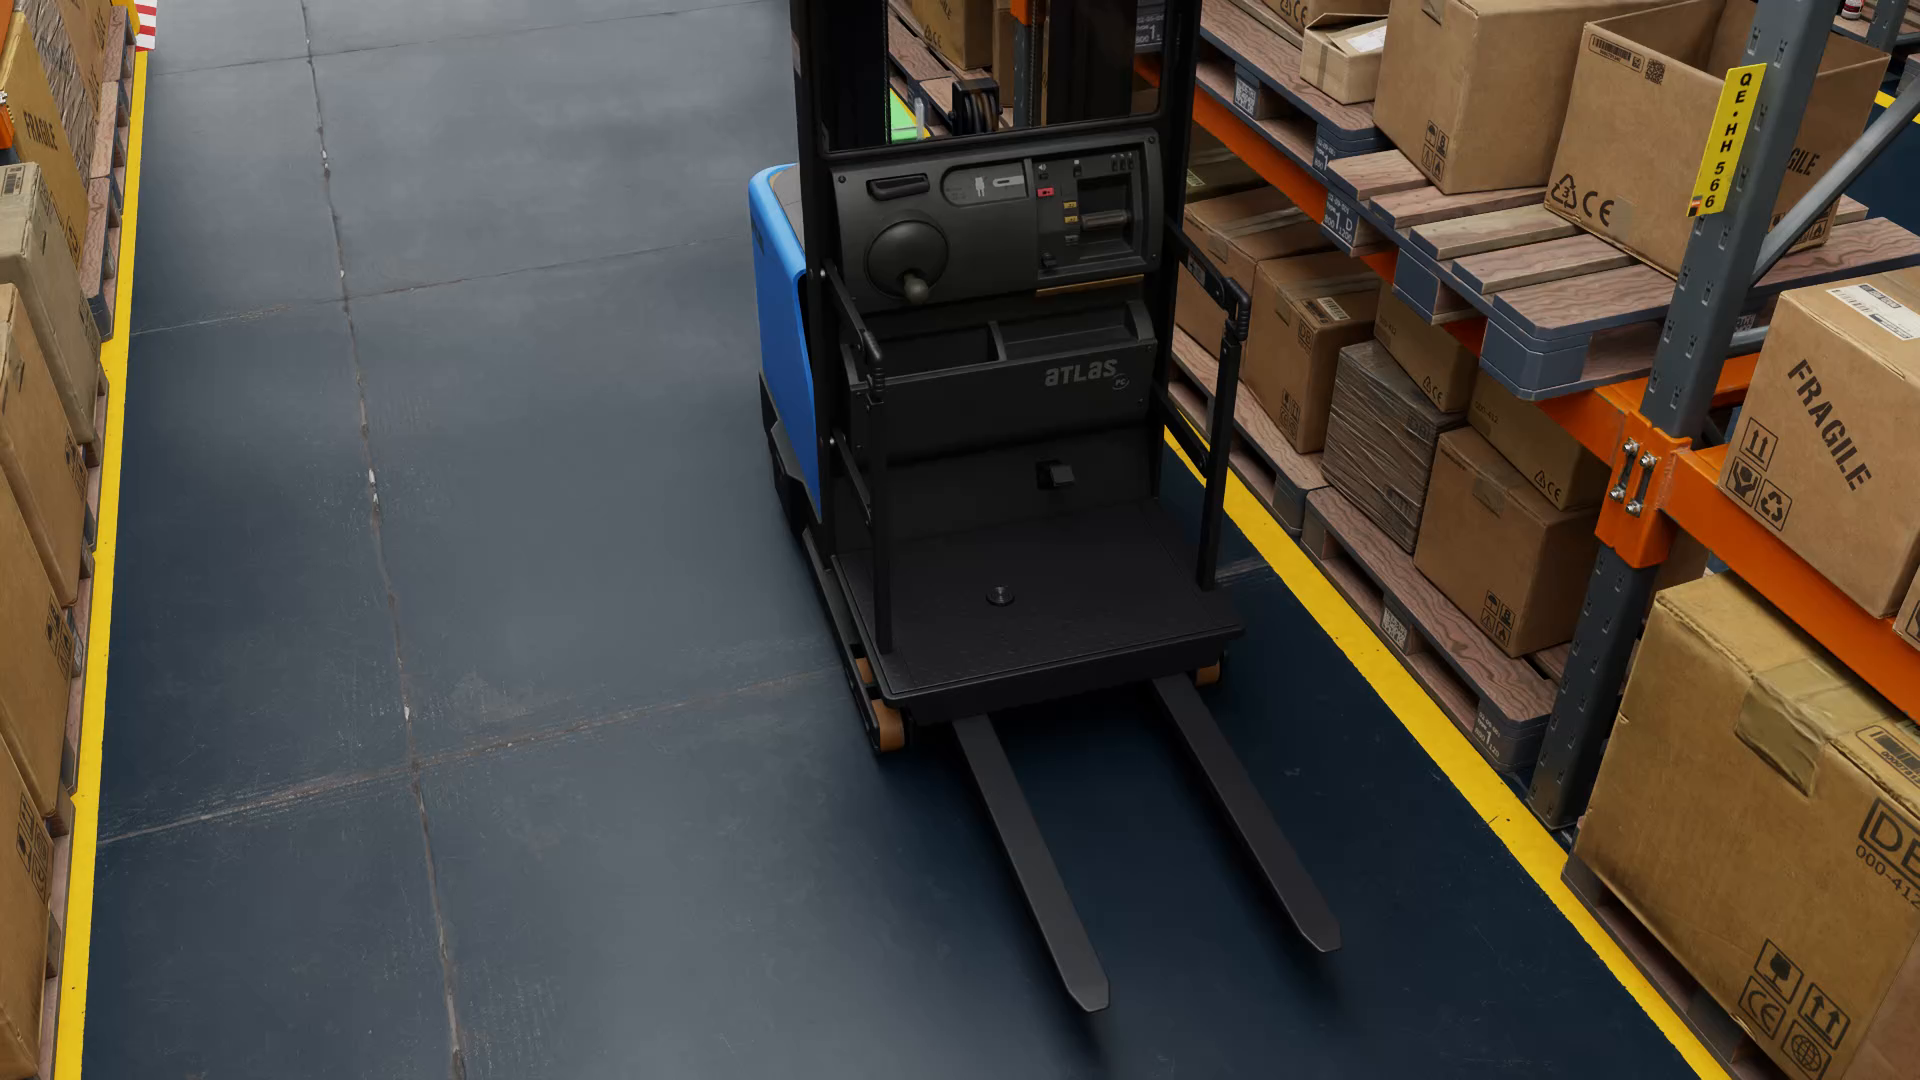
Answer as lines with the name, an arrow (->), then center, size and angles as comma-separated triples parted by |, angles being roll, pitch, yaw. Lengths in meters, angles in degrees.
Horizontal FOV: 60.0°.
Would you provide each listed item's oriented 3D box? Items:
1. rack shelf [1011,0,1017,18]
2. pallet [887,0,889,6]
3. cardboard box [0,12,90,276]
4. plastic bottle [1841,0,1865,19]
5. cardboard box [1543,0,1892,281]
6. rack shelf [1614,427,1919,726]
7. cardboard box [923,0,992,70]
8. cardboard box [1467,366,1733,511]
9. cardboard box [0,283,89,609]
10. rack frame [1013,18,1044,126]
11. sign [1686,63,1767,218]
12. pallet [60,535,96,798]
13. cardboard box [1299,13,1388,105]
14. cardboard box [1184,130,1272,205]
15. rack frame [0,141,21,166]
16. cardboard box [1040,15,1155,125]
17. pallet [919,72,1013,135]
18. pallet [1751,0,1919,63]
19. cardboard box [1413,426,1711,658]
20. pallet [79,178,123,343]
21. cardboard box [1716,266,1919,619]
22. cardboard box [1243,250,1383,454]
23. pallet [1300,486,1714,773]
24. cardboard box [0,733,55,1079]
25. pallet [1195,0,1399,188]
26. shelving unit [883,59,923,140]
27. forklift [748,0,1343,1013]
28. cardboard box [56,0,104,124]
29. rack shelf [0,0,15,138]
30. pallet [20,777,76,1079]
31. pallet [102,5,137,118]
rack shelf -> 0.037, -3.617, 8.656 | 1.077, 0.370, 4.000 | -12, 39, -16
pallet -> -0.379, -3.411, 10.103 | 1.003, 0.211, 1.213 | -12, 39, -16
cardboard box -> -4.117, -1.493, 6.656 | 0.875, 0.875, 0.875 | -12, 39, -15
plastic bottle -> 4.958, -2.998, 9.197 | 0.097, 0.201, 0.097 | 0, 37, 0
cardboard box -> 1.878, -1.019, 4.178 | 0.500, 0.500, 0.500 | -17, 40, -21
rack shelf -> 2.790, 0.903, 2.657 | 1.077, 0.370, 4.000 | -12, 39, -16
cardboard box -> 0.133, -2.834, 8.748 | 0.500, 0.500, 0.500 | -16, 40, -20
cardboard box -> 1.843, -0.364, 4.828 | 0.500, 0.250, 0.500 | -11, 38, -14
cardboard box -> -3.340, -0.196, 5.038 | 1.050, 0.750, 0.750 | -12, 39, -16
rack frame -> 0.725, -2.774, 6.940 | 1.000, 3.000, 0.127 | -12, 39, -16
sign -> 1.595, -0.828, 3.459 | 0.100, 0.325, 0.005 | -12, 39, -16
pallet -> -3.207, 0.420, 5.017 | 1.003, 0.211, 1.213 | -12, 39, -16
cardboard box -> 1.274, -1.515, 5.031 | 0.396, 0.266, 0.258 | -14, 39, -17
cardboard box -> 1.063, -1.327, 6.730 | 0.700, 0.500, 0.500 | -13, 39, -16
rack frame -> -3.967, -1.804, 5.652 | 1.000, 3.000, 0.127 | -12, 39, -16
cardboard box -> 0.625, -2.178, 7.877 | 0.500, 0.500, 0.500 | -14, 39, -17
pallet -> 0.461, -2.032, 8.273 | 1.003, 0.211, 1.213 | -12, 39, -16
pallet -> 5.184, -3.074, 9.655 | 1.003, 0.211, 1.213 | -12, 39, -16
cardboard box -> 1.852, -0.066, 5.057 | 0.700, 0.500, 0.500 | -14, 39, -18
pallet -> -4.155, -1.136, 7.083 | 1.003, 0.211, 1.213 | -12, 39, -16
cardboard box -> 2.013, -0.224, 3.471 | 0.500, 0.500, 0.500 | -11, 38, -15
cardboard box -> 1.448, -0.696, 5.893 | 0.700, 0.500, 0.500 | -9, 38, -12
pallet -> 1.834, 0.157, 5.365 | 1.003, 0.211, 1.213 | -12, 39, -16
cardboard box -> -2.715, 0.823, 3.684 | 1.050, 0.750, 0.750 | -13, 39, -17
pallet -> 1.382, -1.548, 5.471 | 1.003, 0.211, 1.213 | -12, 39, -16
shelving unit -> -0.317, -1.154, 6.284 | 0.258, 1.200, 0.503 | -10, 38, -13
forklift -> 0.179, -0.812, 4.392 | 1.130, 2.935, 3.031 | -10, 38, -13
cardboard box -> -4.743, -2.517, 8.015 | 0.875, 0.875, 0.875 | -13, 39, -17
rack shelf -> -4.655, -2.647, 7.369 | 1.077, 0.370, 4.000 | -12, 39, -16
pallet -> -2.791, 1.108, 4.103 | 1.003, 0.211, 1.213 | -12, 39, -16
pallet -> -4.995, -2.515, 8.913 | 1.003, 0.211, 1.213 | -12, 39, -16
